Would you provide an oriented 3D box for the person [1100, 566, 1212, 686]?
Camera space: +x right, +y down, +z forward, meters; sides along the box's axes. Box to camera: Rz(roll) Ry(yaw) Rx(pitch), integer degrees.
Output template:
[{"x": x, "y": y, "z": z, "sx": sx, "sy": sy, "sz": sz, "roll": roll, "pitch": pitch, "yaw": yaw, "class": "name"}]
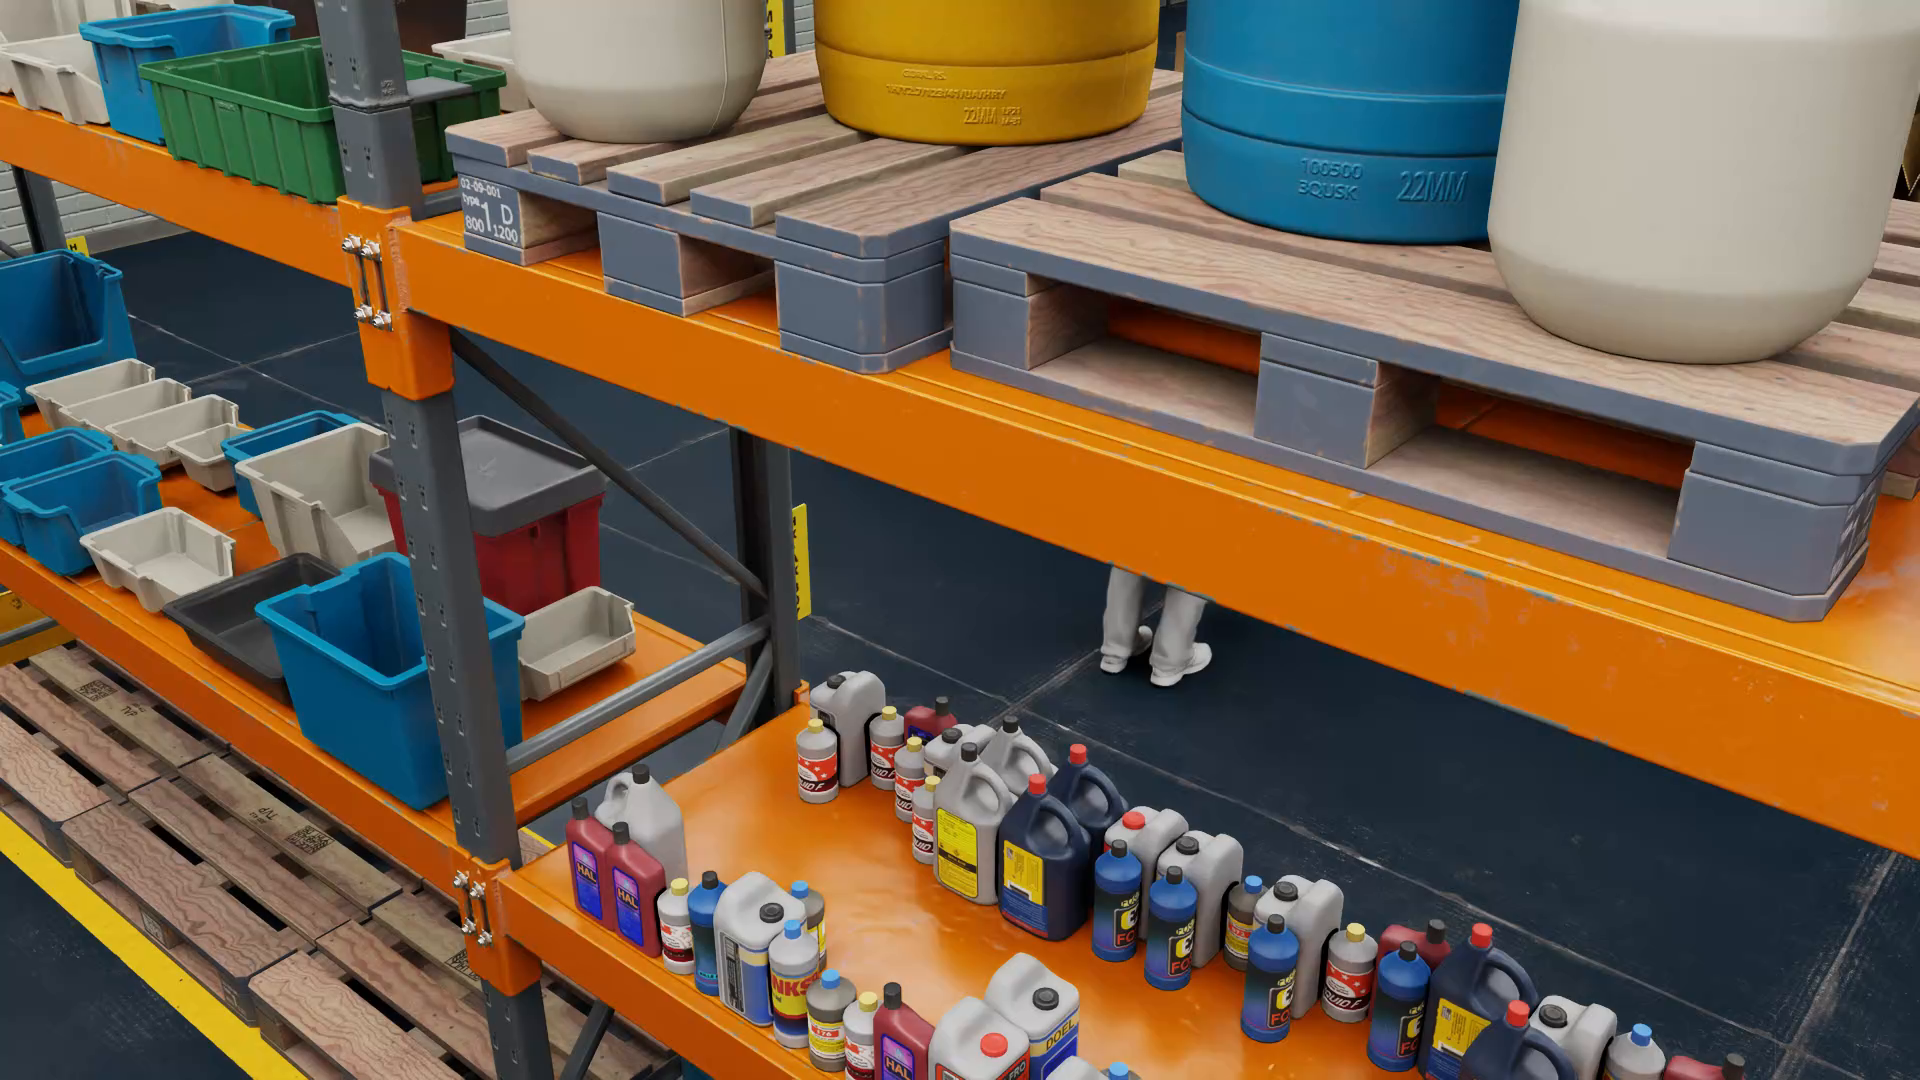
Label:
[{"x": 0.905, "y": -0.159, "z": 6.818, "sx": 0.542, "sy": 1.446, "sz": 0.759, "roll": 20, "pitch": 33, "yaw": 34, "class": "person"}]
